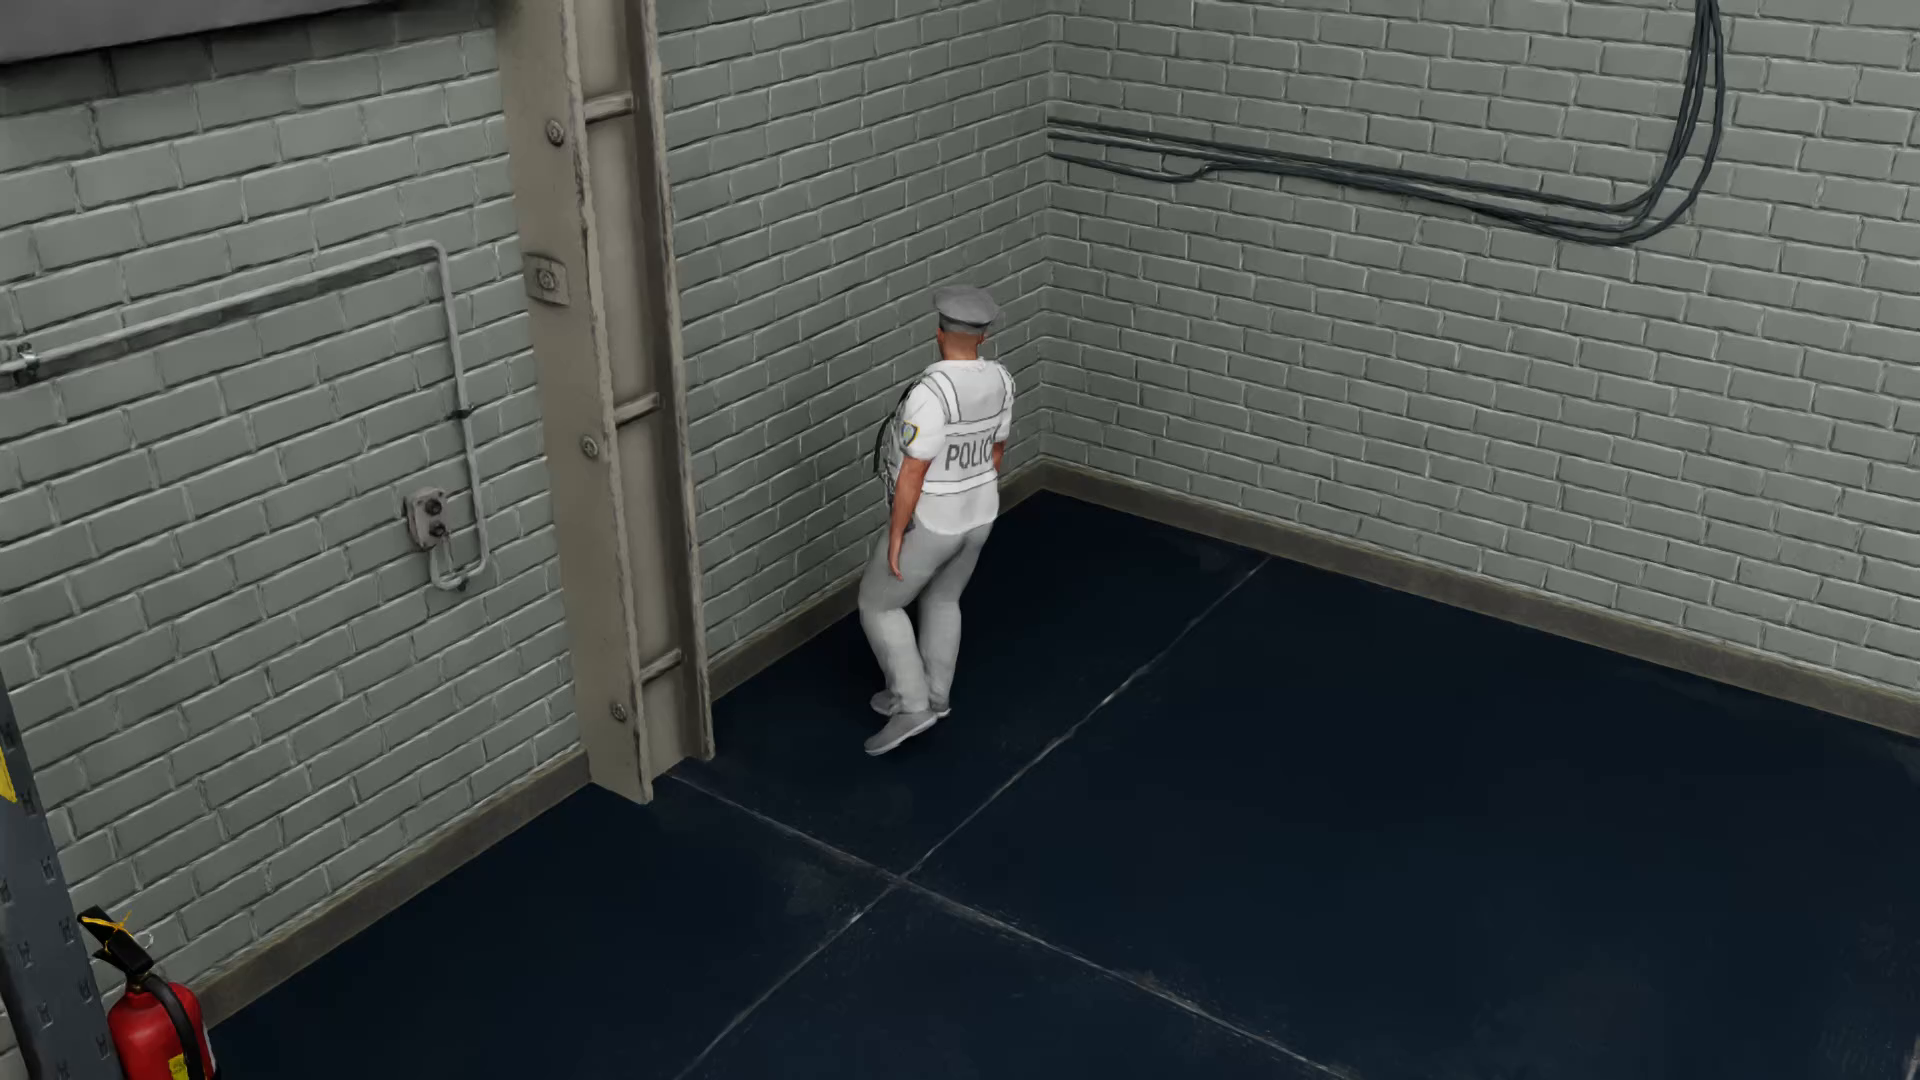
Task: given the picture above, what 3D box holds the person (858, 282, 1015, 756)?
[{"bbox_3d":[-0.132,-0.067,6.261,0.455,1.776,0.700,20,33,34],"label":"person"}]
